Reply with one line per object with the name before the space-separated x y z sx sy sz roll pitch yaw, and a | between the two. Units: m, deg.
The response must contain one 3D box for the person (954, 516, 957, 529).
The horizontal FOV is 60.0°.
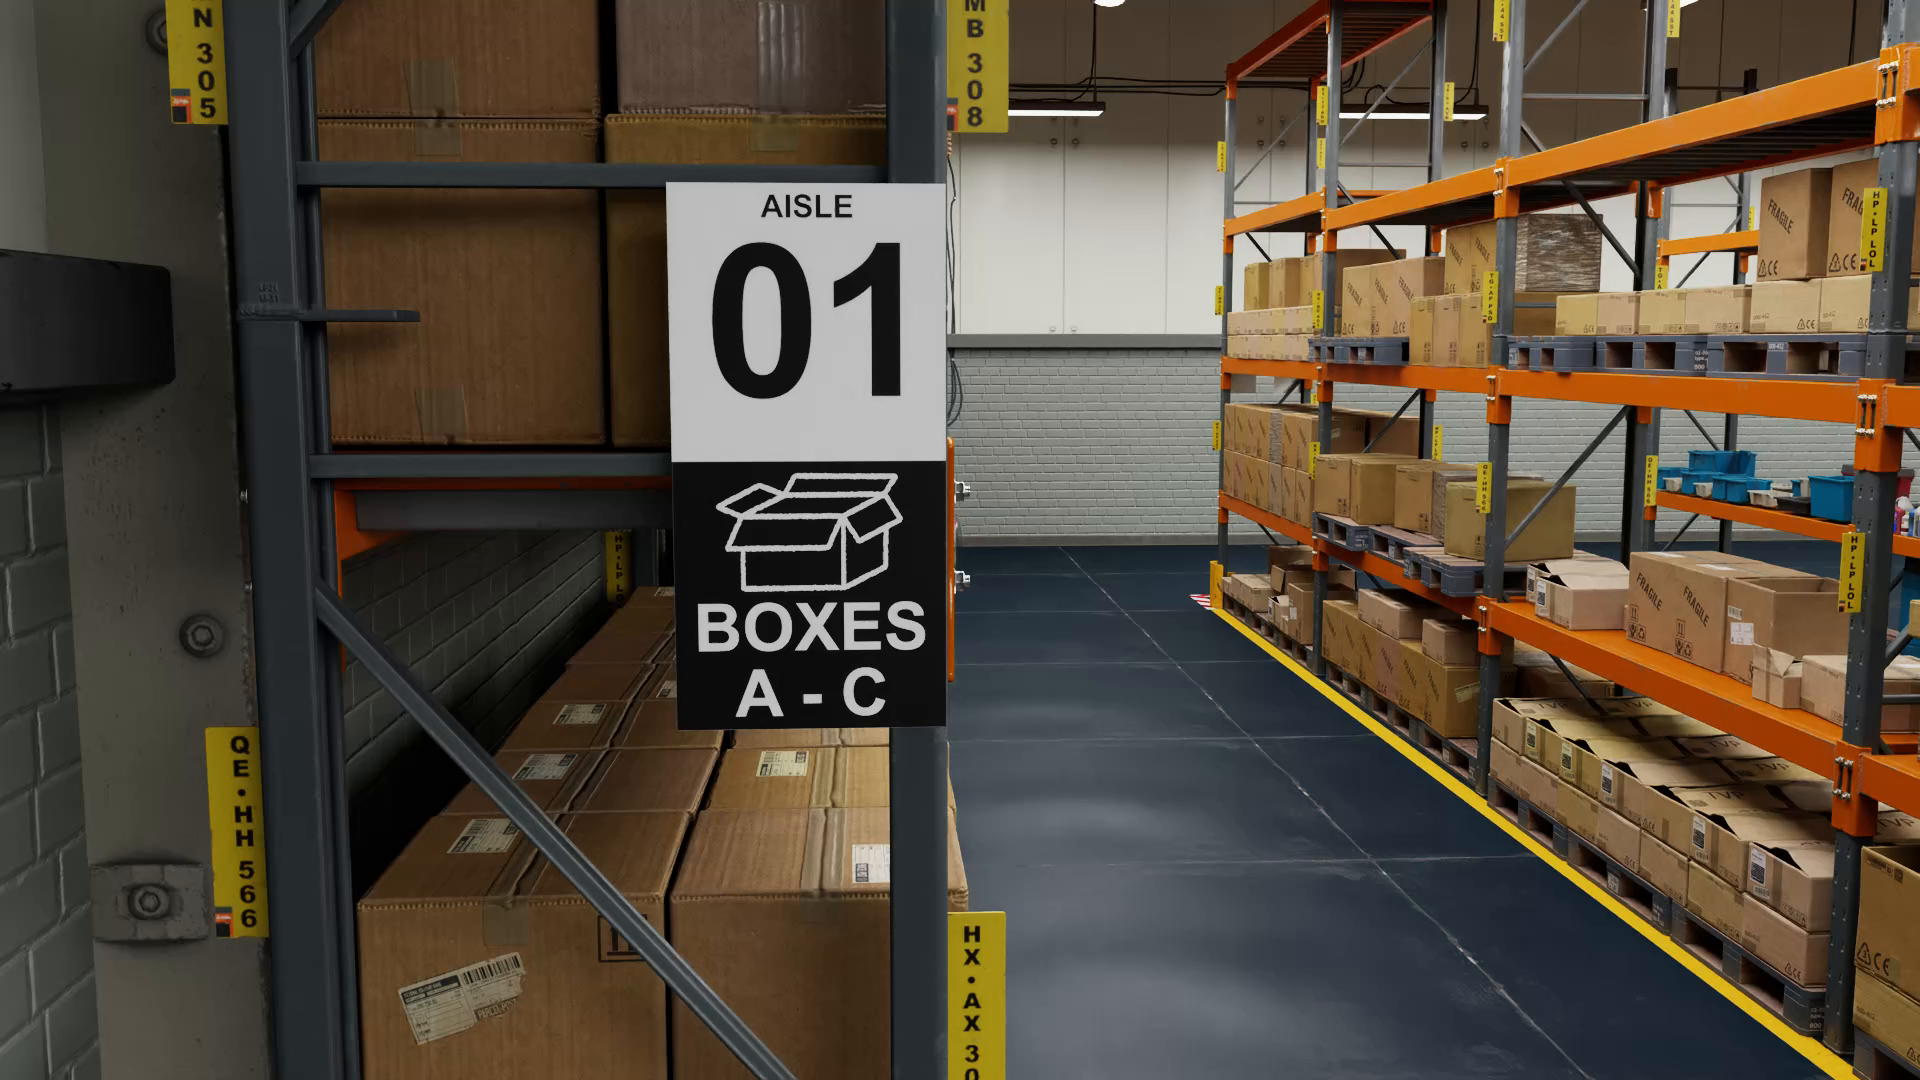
person | -0.492 0.138 19.486 0.961 1.073 0.503 4 8 31
